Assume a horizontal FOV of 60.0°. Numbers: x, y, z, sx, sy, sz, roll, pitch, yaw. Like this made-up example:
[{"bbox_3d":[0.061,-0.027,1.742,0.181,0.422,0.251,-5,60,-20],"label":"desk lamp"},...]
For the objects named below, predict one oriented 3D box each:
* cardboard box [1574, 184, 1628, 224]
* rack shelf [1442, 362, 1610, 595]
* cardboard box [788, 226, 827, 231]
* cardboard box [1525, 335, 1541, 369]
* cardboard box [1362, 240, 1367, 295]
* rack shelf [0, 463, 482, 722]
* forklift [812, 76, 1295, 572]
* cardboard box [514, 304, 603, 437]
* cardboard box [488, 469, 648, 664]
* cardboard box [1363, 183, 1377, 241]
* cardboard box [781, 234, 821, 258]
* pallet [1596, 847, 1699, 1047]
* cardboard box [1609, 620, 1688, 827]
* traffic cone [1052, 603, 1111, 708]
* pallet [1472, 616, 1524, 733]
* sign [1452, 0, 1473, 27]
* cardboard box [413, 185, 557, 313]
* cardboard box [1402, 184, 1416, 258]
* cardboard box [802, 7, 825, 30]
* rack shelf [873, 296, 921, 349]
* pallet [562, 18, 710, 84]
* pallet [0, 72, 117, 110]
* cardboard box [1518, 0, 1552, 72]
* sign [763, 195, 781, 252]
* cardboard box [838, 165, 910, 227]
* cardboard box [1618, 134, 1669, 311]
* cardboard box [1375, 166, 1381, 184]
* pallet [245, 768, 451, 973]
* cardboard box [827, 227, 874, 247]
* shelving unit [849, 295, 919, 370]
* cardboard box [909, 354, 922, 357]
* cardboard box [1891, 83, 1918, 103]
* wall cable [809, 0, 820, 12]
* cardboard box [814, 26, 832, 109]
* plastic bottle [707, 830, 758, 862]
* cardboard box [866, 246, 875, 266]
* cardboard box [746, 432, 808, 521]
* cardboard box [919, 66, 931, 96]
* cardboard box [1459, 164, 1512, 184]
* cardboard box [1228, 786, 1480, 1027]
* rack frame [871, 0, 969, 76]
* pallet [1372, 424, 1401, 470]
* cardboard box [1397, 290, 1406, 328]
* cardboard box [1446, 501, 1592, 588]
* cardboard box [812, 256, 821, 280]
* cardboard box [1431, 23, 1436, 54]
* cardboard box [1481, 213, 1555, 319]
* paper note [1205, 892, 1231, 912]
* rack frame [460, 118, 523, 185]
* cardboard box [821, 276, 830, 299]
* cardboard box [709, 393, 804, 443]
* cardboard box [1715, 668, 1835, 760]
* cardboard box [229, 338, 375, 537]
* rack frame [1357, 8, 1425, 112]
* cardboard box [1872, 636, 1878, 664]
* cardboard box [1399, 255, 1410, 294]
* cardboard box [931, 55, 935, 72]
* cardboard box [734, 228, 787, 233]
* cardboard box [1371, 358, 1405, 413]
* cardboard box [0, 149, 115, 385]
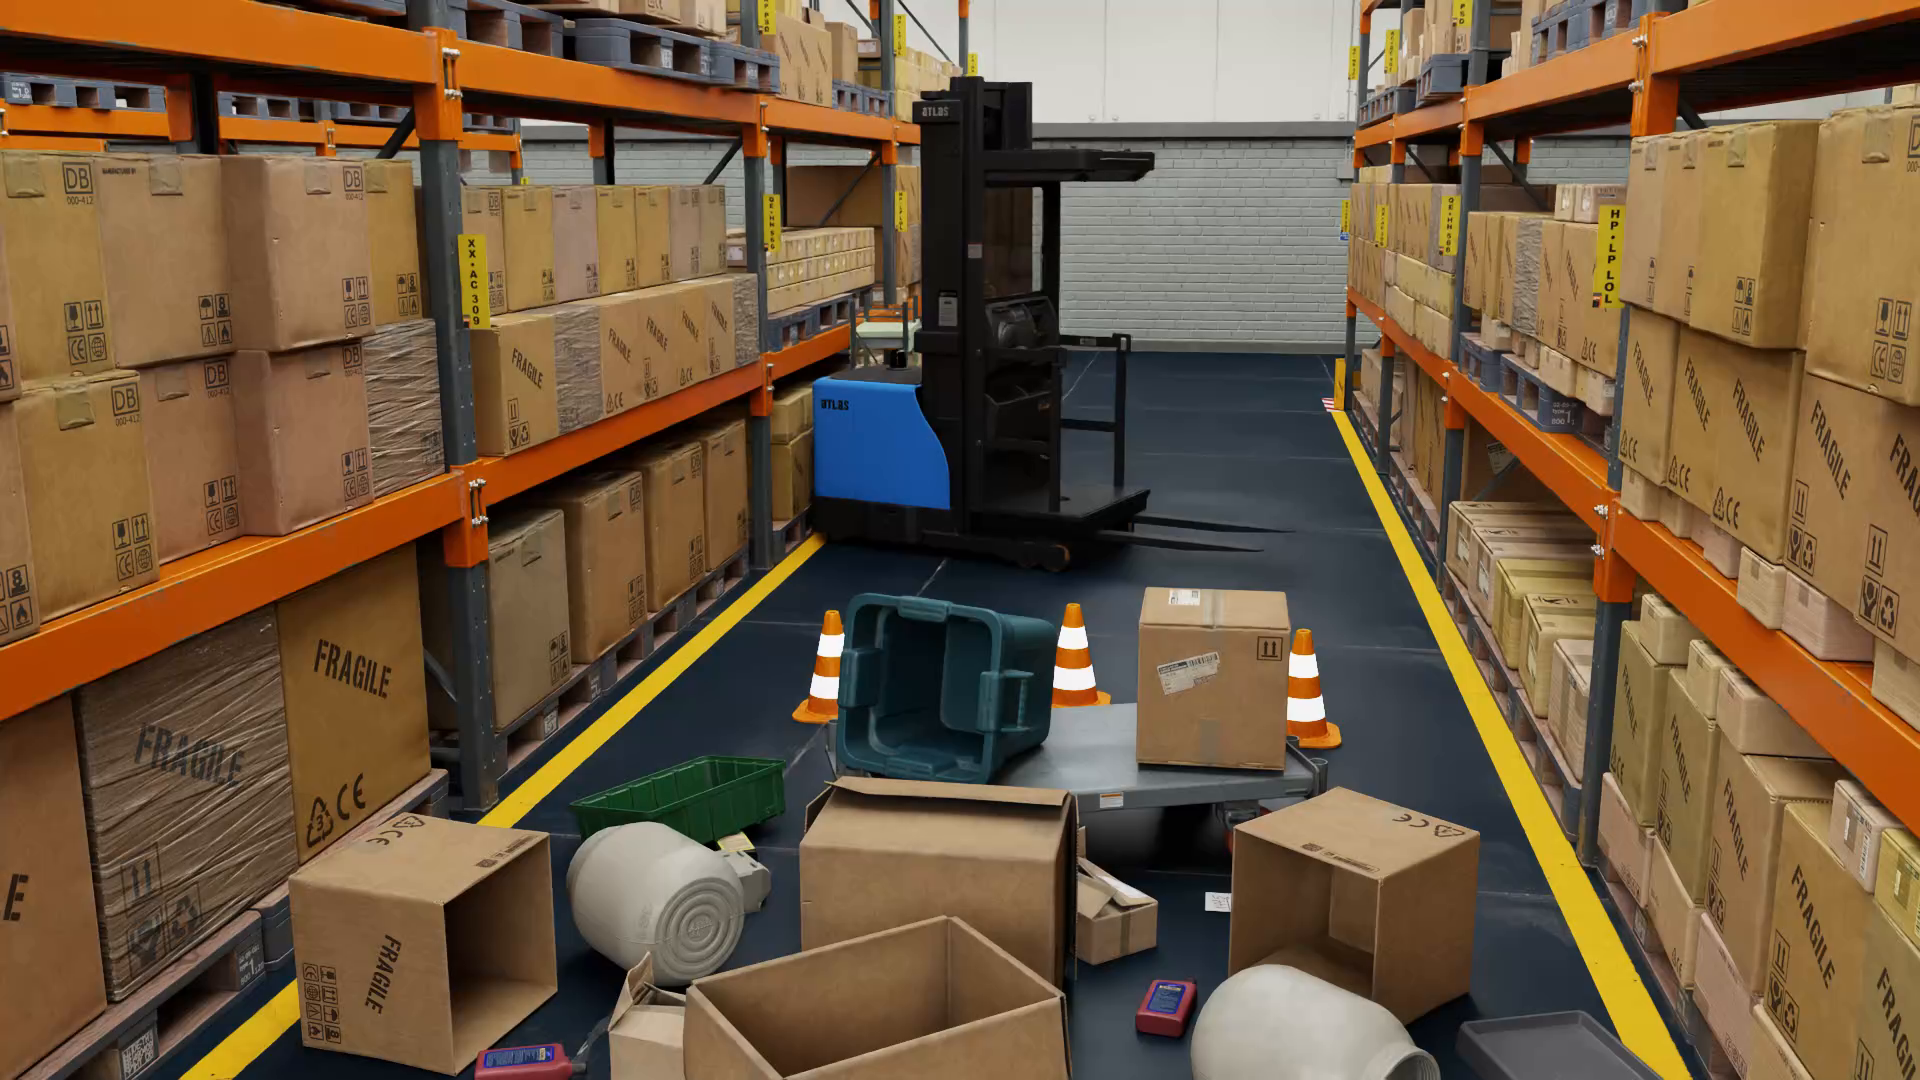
[{"bbox_3d":[2.588,-1.291,6.385,0.380,0.149,0.250,2,12,7],"label":"cardboard box"},{"bbox_3d":[2.955,-0.392,7.399,1.077,0.370,4.000,2,12,9],"label":"rack shelf"},{"bbox_3d":[-1.234,-2.436,14.233,0.500,0.500,0.500,2,12,9],"label":"cardboard box"},{"bbox_3d":[2.732,-0.846,7.398,0.380,0.149,0.250,2,12,10],"label":"cardboard box"},{"bbox_3d":[3.928,-2.467,15.084,0.500,0.500,0.500,2,12,11],"label":"cardboard box"},{"bbox_3d":[-2.567,0.301,4.182,1.077,0.370,4.000,2,12,9],"label":"rack shelf"},{"bbox_3d":[0.573,-1.368,10.382,3.031,2.935,1.130,6,14,28],"label":"forklift"},{"bbox_3d":[-1.836,-0.721,6.983,0.500,0.500,0.500,2,12,9],"label":"cardboard box"},{"bbox_3d":[-2.101,0.095,7.775,1.050,0.750,0.750,2,12,9],"label":"cardboard box"},{"bbox_3d":[3.917,-2.953,14.965,0.500,0.500,0.500,2,12,9],"label":"cardboard box"},{"bbox_3d":[-1.181,-2.036,11.508,0.380,0.149,0.250,2,12,10],"label":"cardboard box"},{"bbox_3d":[2.579,1.177,5.031,1.003,0.211,1.213,2,12,9],"label":"pallet"},{"bbox_3d":[2.289,0.559,5.029,0.500,0.500,0.500,2,12,11],"label":"cardboard box"},{"bbox_3d":[0.511,0.517,7.497,0.336,0.463,0.334,2,12,9],"label":"traffic cone"},{"bbox_3d":[2.951,0.619,7.619,1.003,0.211,1.213,2,12,9],"label":"pallet"},{"bbox_3d":[2.715,-2.937,8.968,0.100,0.325,0.005,2,12,9],"label":"sign"},{"bbox_3d":[-2.112,-1.215,6.900,0.700,0.500,0.500,2,12,8],"label":"cardboard box"},{"bbox_3d":[3.395,-2.237,11.642,0.500,0.500,0.500,2,12,7],"label":"cardboard box"},{"bbox_3d":[-1.397,-3.537,11.922,0.797,0.503,0.637,2,12,8],"label":"cardboard box"},{"bbox_3d":[-0.722,-2.197,15.773,1.077,0.370,4.000,2,12,9],"label":"rack shelf"},{"bbox_3d":[-1.860,-2.305,7.895,1.003,0.211,1.213,2,12,11],"label":"pallet"},{"bbox_3d":[-6.483,-2.991,11.079,1.213,0.211,1.003,2,12,11],"label":"pallet"},{"bbox_3d":[3.107,-2.478,8.015,0.700,0.500,0.500,2,12,9],"label":"cardboard box"},{"bbox_3d":[-1.096,-1.848,9.700,0.100,0.325,0.005,2,12,9],"label":"sign"},{"bbox_3d":[-0.719,-2.901,14.018,0.500,0.500,0.500,2,12,10],"label":"cardboard box"},{"bbox_3d":[2.365,-0.926,4.852,0.700,0.500,0.500,2,12,8],"label":"cardboard box"},{"bbox_3d":[3.892,-3.237,14.745,0.380,0.149,0.250,2,12,9],"label":"cardboard box"},{"bbox_3d":[-2.454,1.052,5.609,1.003,0.211,1.213,2,12,9],"label":"pallet"},{"bbox_3d":[-0.898,-2.415,13.268,0.380,0.149,0.250,2,12,11],"label":"cardboard box"},{"bbox_3d":[-0.536,-0.997,12.061,0.431,1.500,0.755,1,12,4],"label":"shelving unit"},{"bbox_3d":[-0.344,-1.731,16.261,0.380,0.149,0.250,2,12,11],"label":"cardboard box"},{"bbox_3d":[9.059,-4.120,15.521,0.500,0.250,0.500,2,12,8],"label":"cardboard box"},{"bbox_3d":[-1.024,-8.717,22.445,2.277,5.999,0.120,2,12,9],"label":"wall cable"},{"bbox_3d":[-1.152,-3.133,11.055,0.500,0.500,0.500,2,12,9],"label":"cardboard box"},{"bbox_3d":[-0.811,1.076,5.854,0.133,0.061,0.283,-5,13,-21],"label":"plastic bottle"},{"bbox_3d":[-0.895,-2.271,13.302,0.380,0.149,0.250,2,12,10],"label":"cardboard box"},{"bbox_3d":[-1.284,-0.422,10.766,0.500,0.500,0.500,1,12,6],"label":"cardboard box"},{"bbox_3d":[-0.546,-4.070,14.806,0.500,0.250,0.500,2,12,10],"label":"cardboard box"},{"bbox_3d":[4.182,-2.905,13.201,0.380,0.149,0.250,2,12,8],"label":"cardboard box"},{"bbox_3d":[1.138,1.073,4.824,0.500,0.500,0.500,-10,16,-40],"label":"cardboard box"},{"bbox_3d":[-0.414,-5.897,16.997,1.000,3.000,0.127,2,12,9],"label":"rack frame"},{"bbox_3d":[4.072,-0.785,14.135,1.003,0.211,1.213,2,12,9],"label":"pallet"},{"bbox_3d":[3.376,-1.622,11.757,0.500,0.250,0.500,2,12,8],"label":"cardboard box"},{"bbox_3d":[3.165,0.037,8.944,0.950,0.372,0.625,1,12,5],"label":"cardboard box"},{"bbox_3d":[-1.175,-1.889,11.534,0.380,0.149,0.250,2,12,8],"label":"cardboard box"},{"bbox_3d":[3.128,-3.064,10.292,0.396,0.266,0.258,2,12,7],"label":"cardboard box"},{"bbox_3d":[2.891,-1.365,8.265,0.500,0.500,0.500,3,12,12],"label":"cardboard box"},{"bbox_3d":[0.880,1.179,5.449,0.148,0.019,0.142,2,12,9],"label":"paper note"},{"bbox_3d":[-5.300,-3.146,18.473,1.000,3.000,0.127,2,12,9],"label":"rack frame"},{"bbox_3d":[-1.133,-1.798,11.818,0.380,0.149,0.250,1,12,7],"label":"cardboard box"},{"bbox_3d":[-1.299,-0.785,10.672,0.500,0.250,0.500,1,12,6],"label":"cardboard box"},{"bbox_3d":[2.095,0.429,4.091,0.380,0.149,0.250,3,12,12],"label":"cardboard box"},{"bbox_3d":[-2.367,-0.347,5.129,0.875,0.550,0.550,2,12,9],"label":"cardboard box"},{"bbox_3d":[4.493,-5.758,16.351,1.000,3.000,0.127,2,12,9],"label":"rack frame"},{"bbox_3d":[2.132,0.226,3.421,0.380,0.149,0.250,2,12,9],"label":"cardboard box"},{"bbox_3d":[3.375,-1.867,11.708,0.500,0.250,0.500,2,12,9],"label":"cardboard box"},{"bbox_3d":[-0.433,-4.398,15.386,0.380,0.149,0.250,2,12,7],"label":"cardboard box"},{"bbox_3d":[-1.581,-2.380,13.103,0.380,0.149,0.250,2,12,10],"label":"cardboard box"},{"bbox_3d":[4.357,-1.447,15.670,0.875,0.438,0.875,2,12,10],"label":"cardboard box"},{"bbox_3d":[-2.613,-0.655,3.995,0.875,0.550,0.500,2,12,9],"label":"cardboard box"}]
